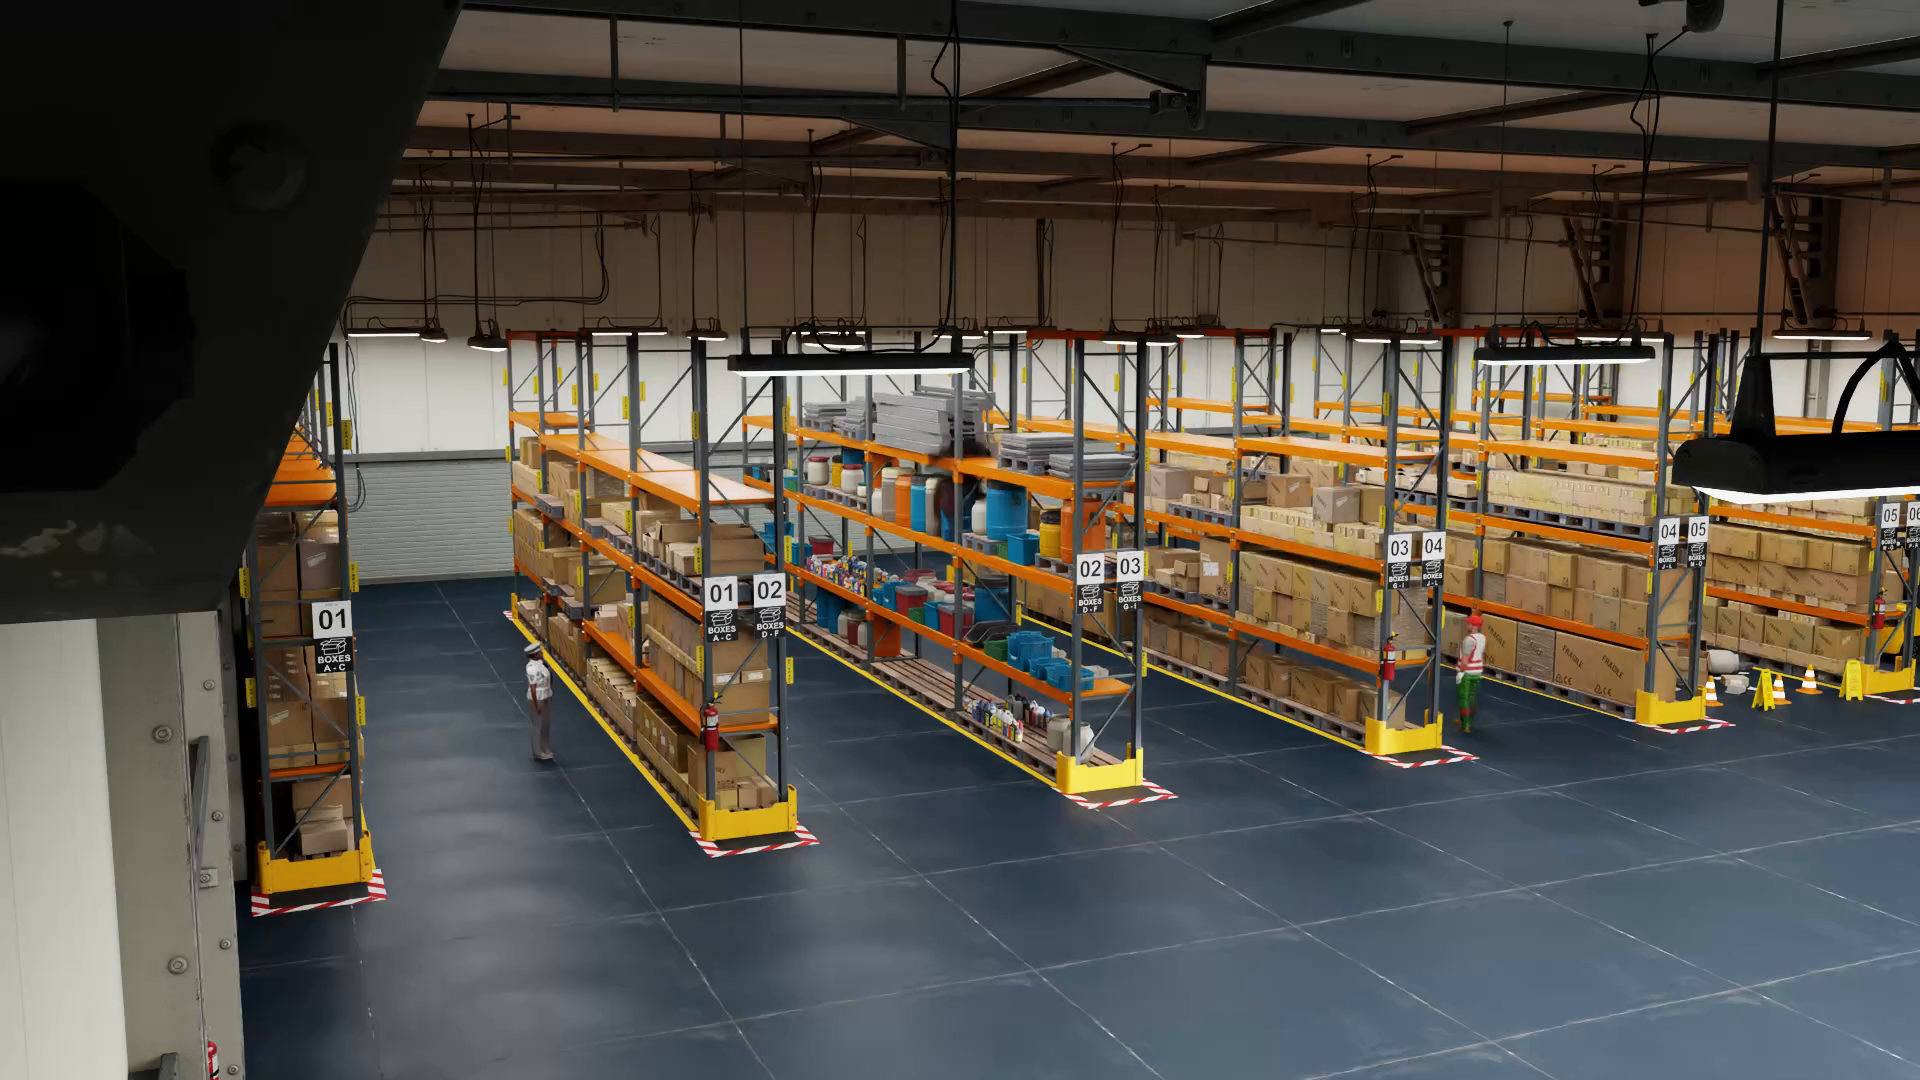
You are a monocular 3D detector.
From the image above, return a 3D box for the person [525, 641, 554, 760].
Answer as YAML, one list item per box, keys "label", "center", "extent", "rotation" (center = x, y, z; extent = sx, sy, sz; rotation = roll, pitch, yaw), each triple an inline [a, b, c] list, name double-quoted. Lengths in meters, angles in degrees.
- label: "person"
  center: [-5.983, 2.292, 23.752]
  extent: [0.390, 1.725, 0.526]
  rotation: [2, 8, 15]

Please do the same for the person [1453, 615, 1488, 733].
- label: "person"
  center: [7.743, 2.006, 25.386]
  extent: [0.531, 1.785, 0.607]
  rotation: [-3, 8, -19]

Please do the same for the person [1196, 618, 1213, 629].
- label: "person"
  center: [4.863, 1.056, 32.336]
  extent: [0.519, 1.728, 1.056]
  rotation: [-4, 9, -25]
